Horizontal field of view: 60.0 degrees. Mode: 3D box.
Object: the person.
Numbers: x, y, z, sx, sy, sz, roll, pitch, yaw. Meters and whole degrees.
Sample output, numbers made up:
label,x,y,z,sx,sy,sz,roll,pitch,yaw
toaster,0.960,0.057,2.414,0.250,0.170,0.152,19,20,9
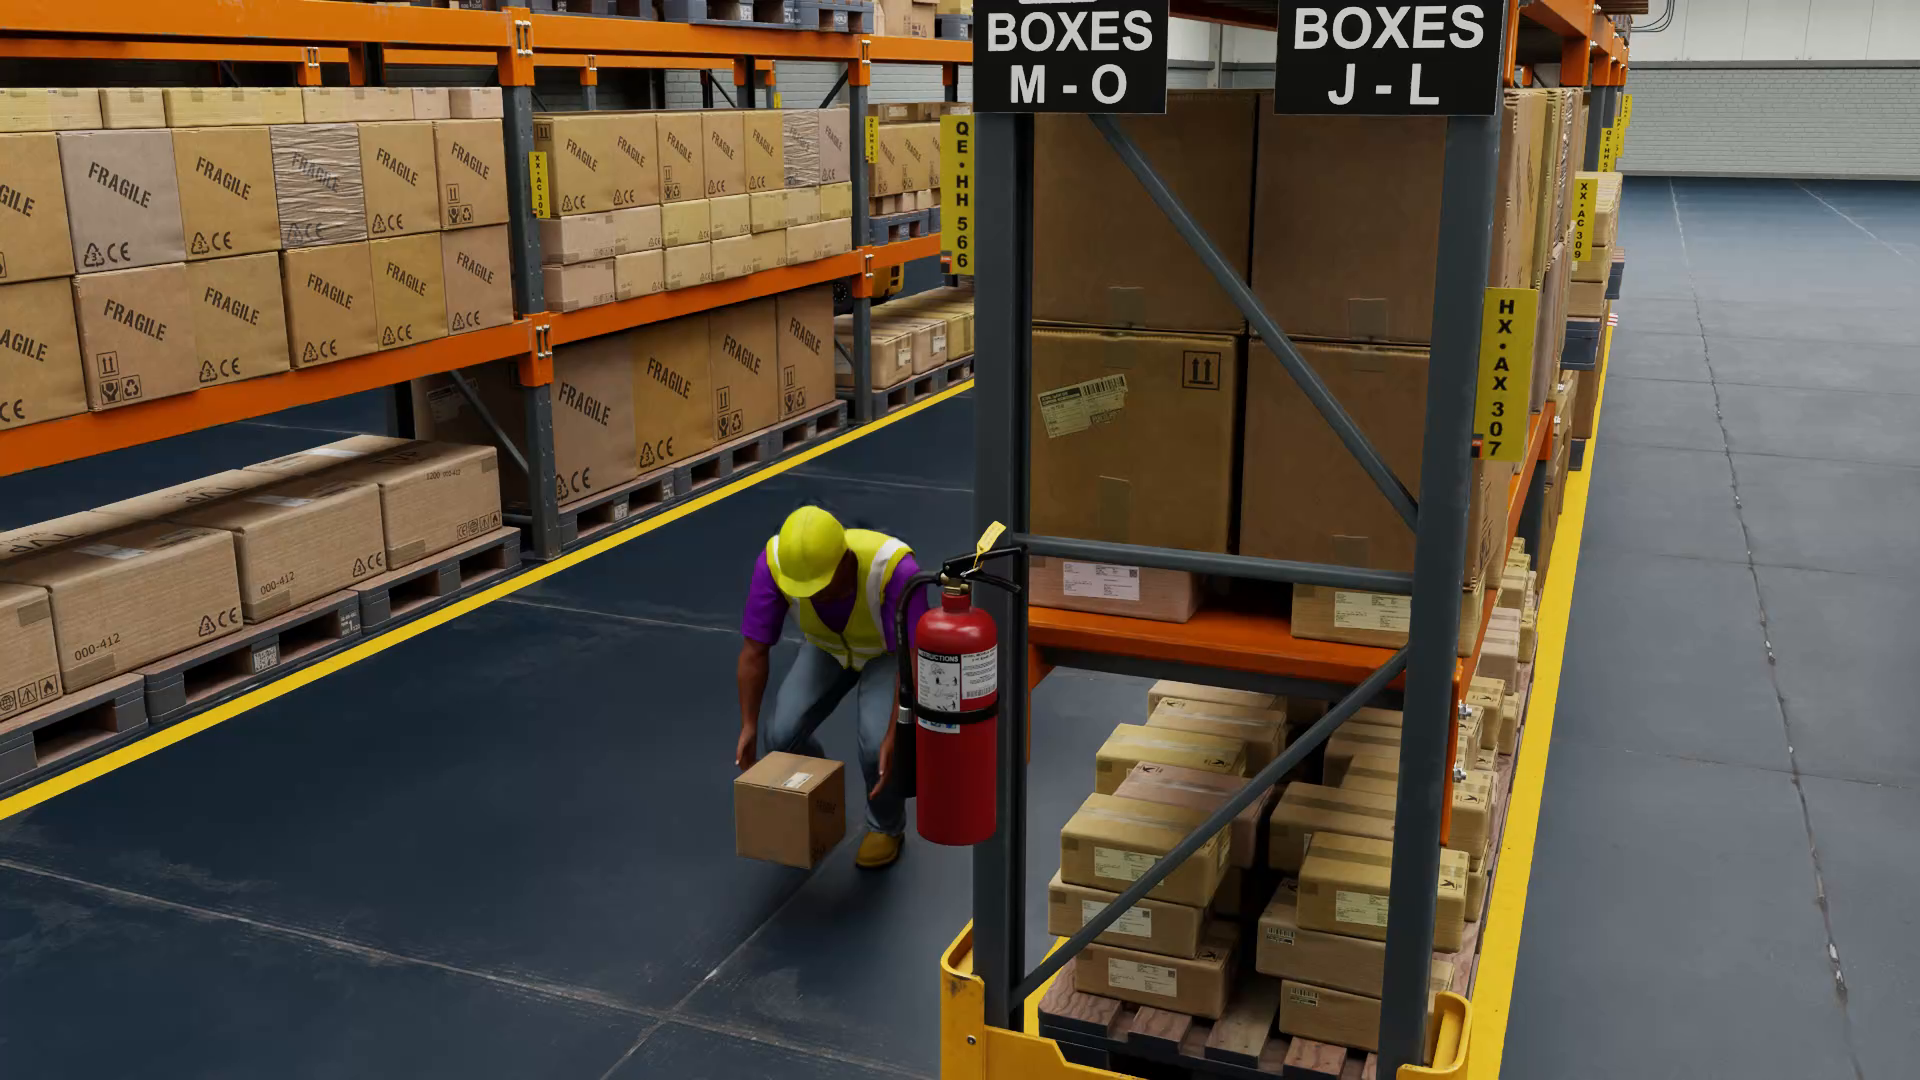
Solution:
label,x,y,z,sx,sy,sz,roll,pitch,yaw
person,-0.352,0.436,5.348,0.626,1.260,0.823,5,16,19
